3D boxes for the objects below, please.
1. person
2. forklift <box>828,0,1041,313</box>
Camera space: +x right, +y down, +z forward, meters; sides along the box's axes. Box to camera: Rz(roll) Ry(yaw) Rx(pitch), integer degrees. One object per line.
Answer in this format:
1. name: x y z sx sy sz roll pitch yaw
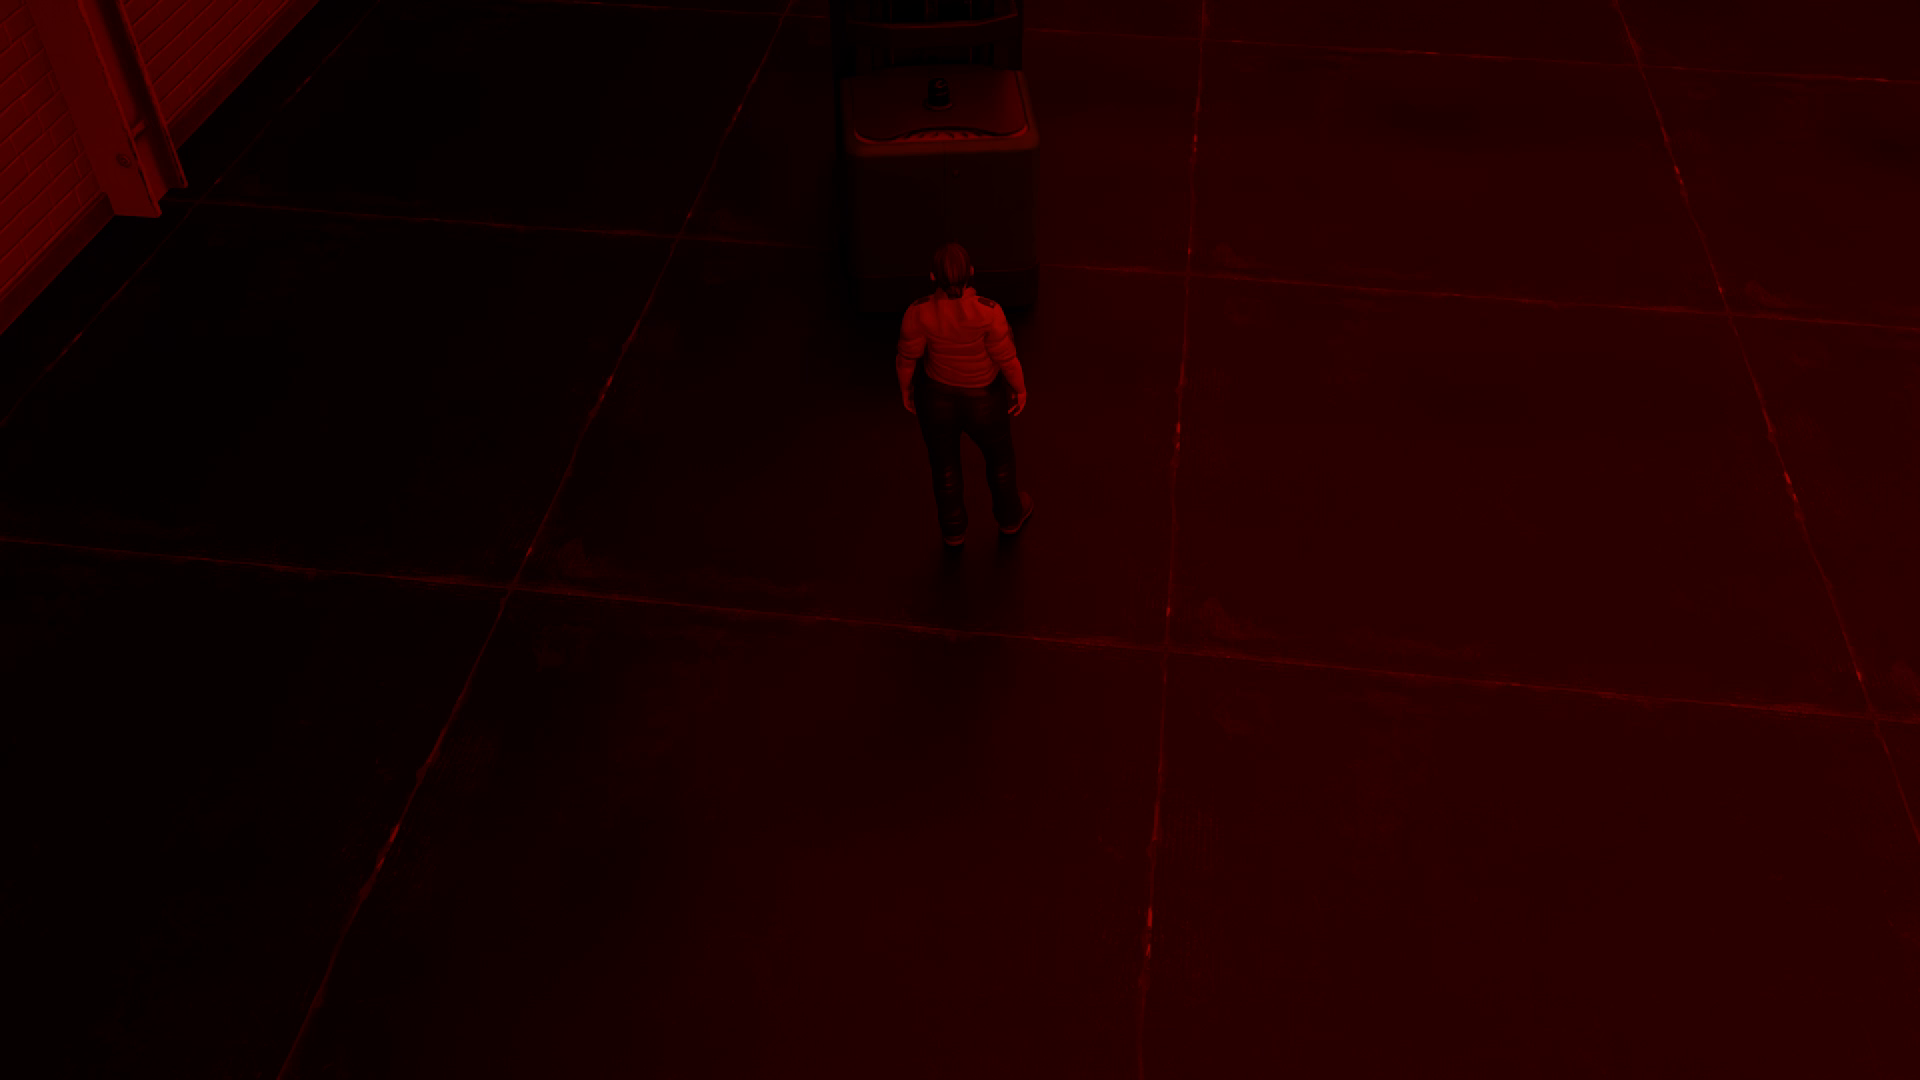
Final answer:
1. person: 0.035 -0.670 7.391 0.598 1.651 0.503 5 43 6
2. forklift: -0.211 -3.316 9.334 1.130 2.935 3.031 -3 43 -4
